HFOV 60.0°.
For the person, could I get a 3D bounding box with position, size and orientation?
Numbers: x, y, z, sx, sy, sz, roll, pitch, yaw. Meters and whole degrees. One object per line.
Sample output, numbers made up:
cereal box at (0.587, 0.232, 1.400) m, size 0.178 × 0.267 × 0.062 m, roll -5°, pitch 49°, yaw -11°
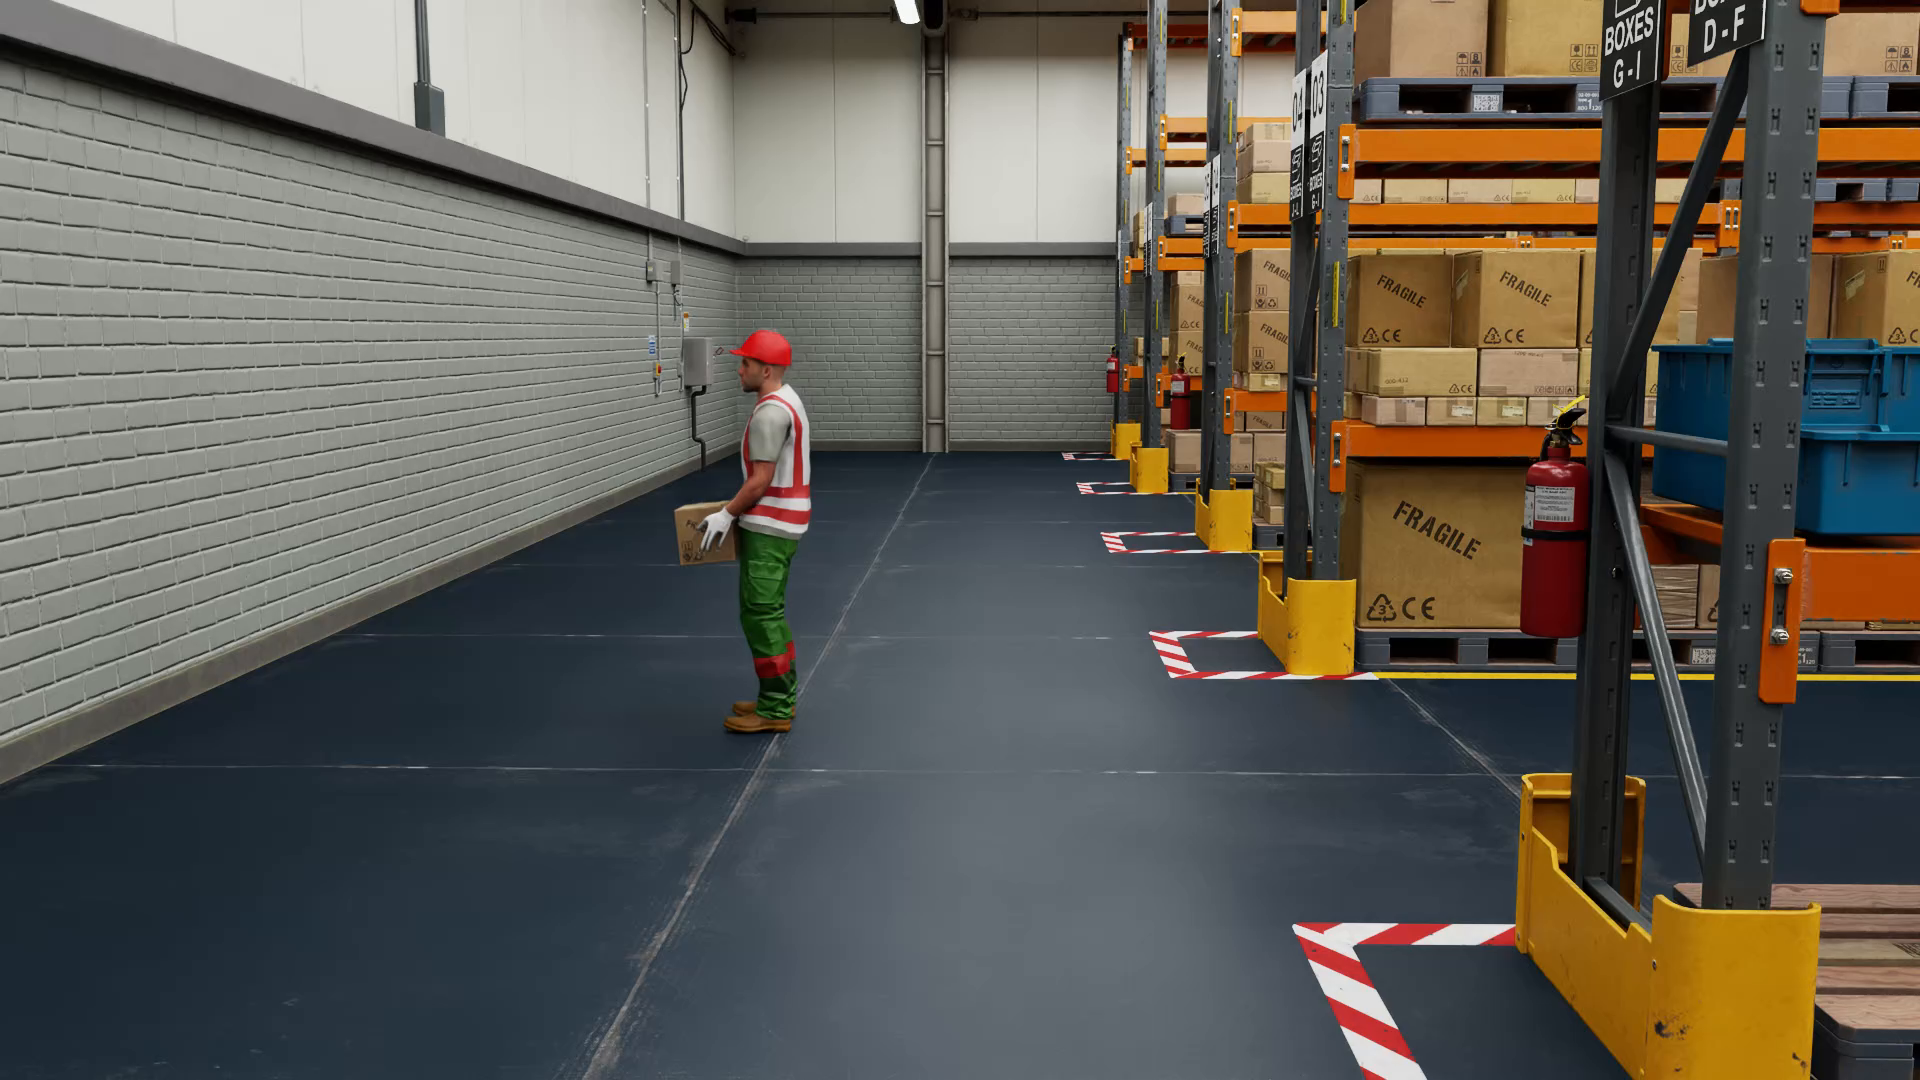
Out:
person at (-0.916, -0.041, 7.483) m, size 0.486 × 1.793 × 0.531 m, roll 0°, pitch 7°, yaw 0°
